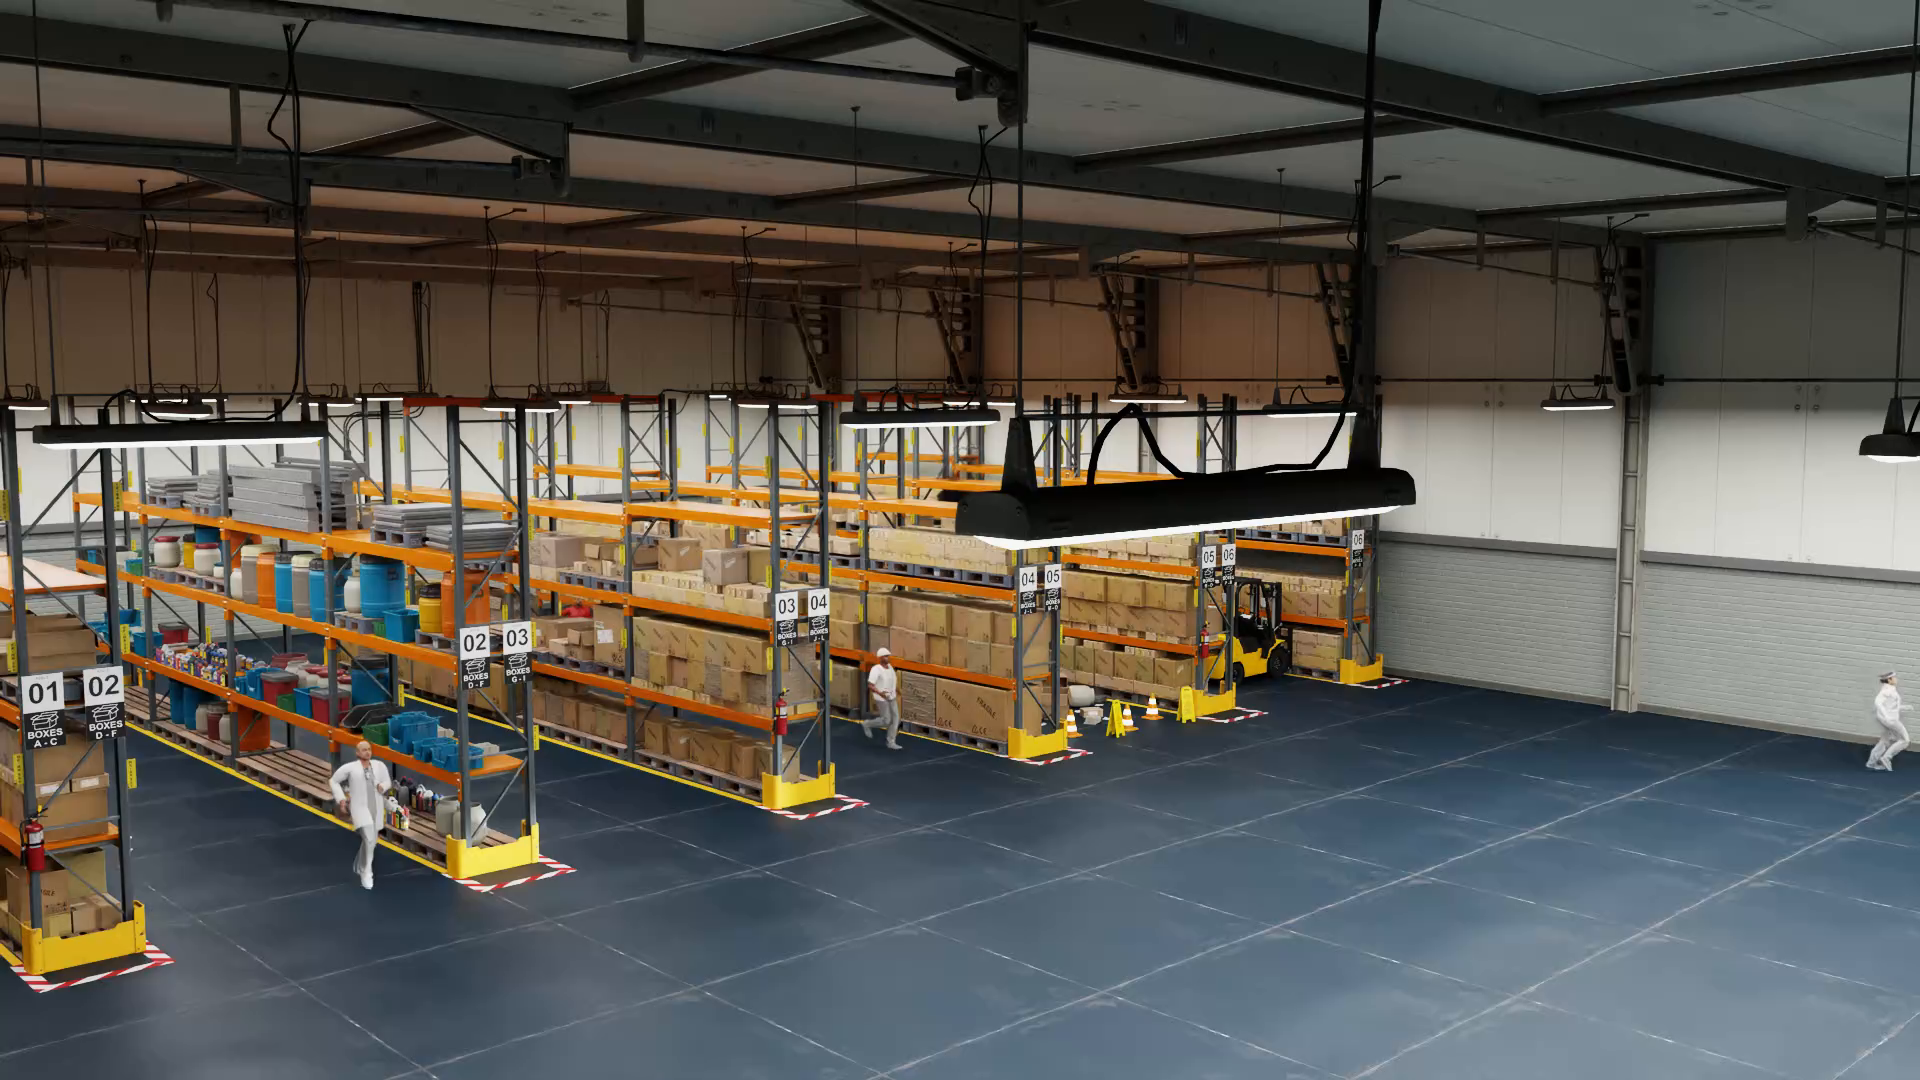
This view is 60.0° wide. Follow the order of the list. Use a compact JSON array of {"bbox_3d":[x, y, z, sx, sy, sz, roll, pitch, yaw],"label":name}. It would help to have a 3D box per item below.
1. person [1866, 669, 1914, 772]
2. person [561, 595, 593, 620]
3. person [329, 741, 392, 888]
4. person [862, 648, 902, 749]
[{"bbox_3d":[14.996,2.903,26.772,0.636,1.665,0.583,2,6,19],"label":"person"},{"bbox_3d":[-8.136,2.056,35.505,0.633,1.794,0.761,-5,7,-41],"label":"person"},{"bbox_3d":[-7.465,3.438,20.913,0.705,1.809,0.665,5,7,41],"label":"person"},{"bbox_3d":[-1.299,2.715,28.543,0.801,1.739,0.700,4,7,35],"label":"person"}]
